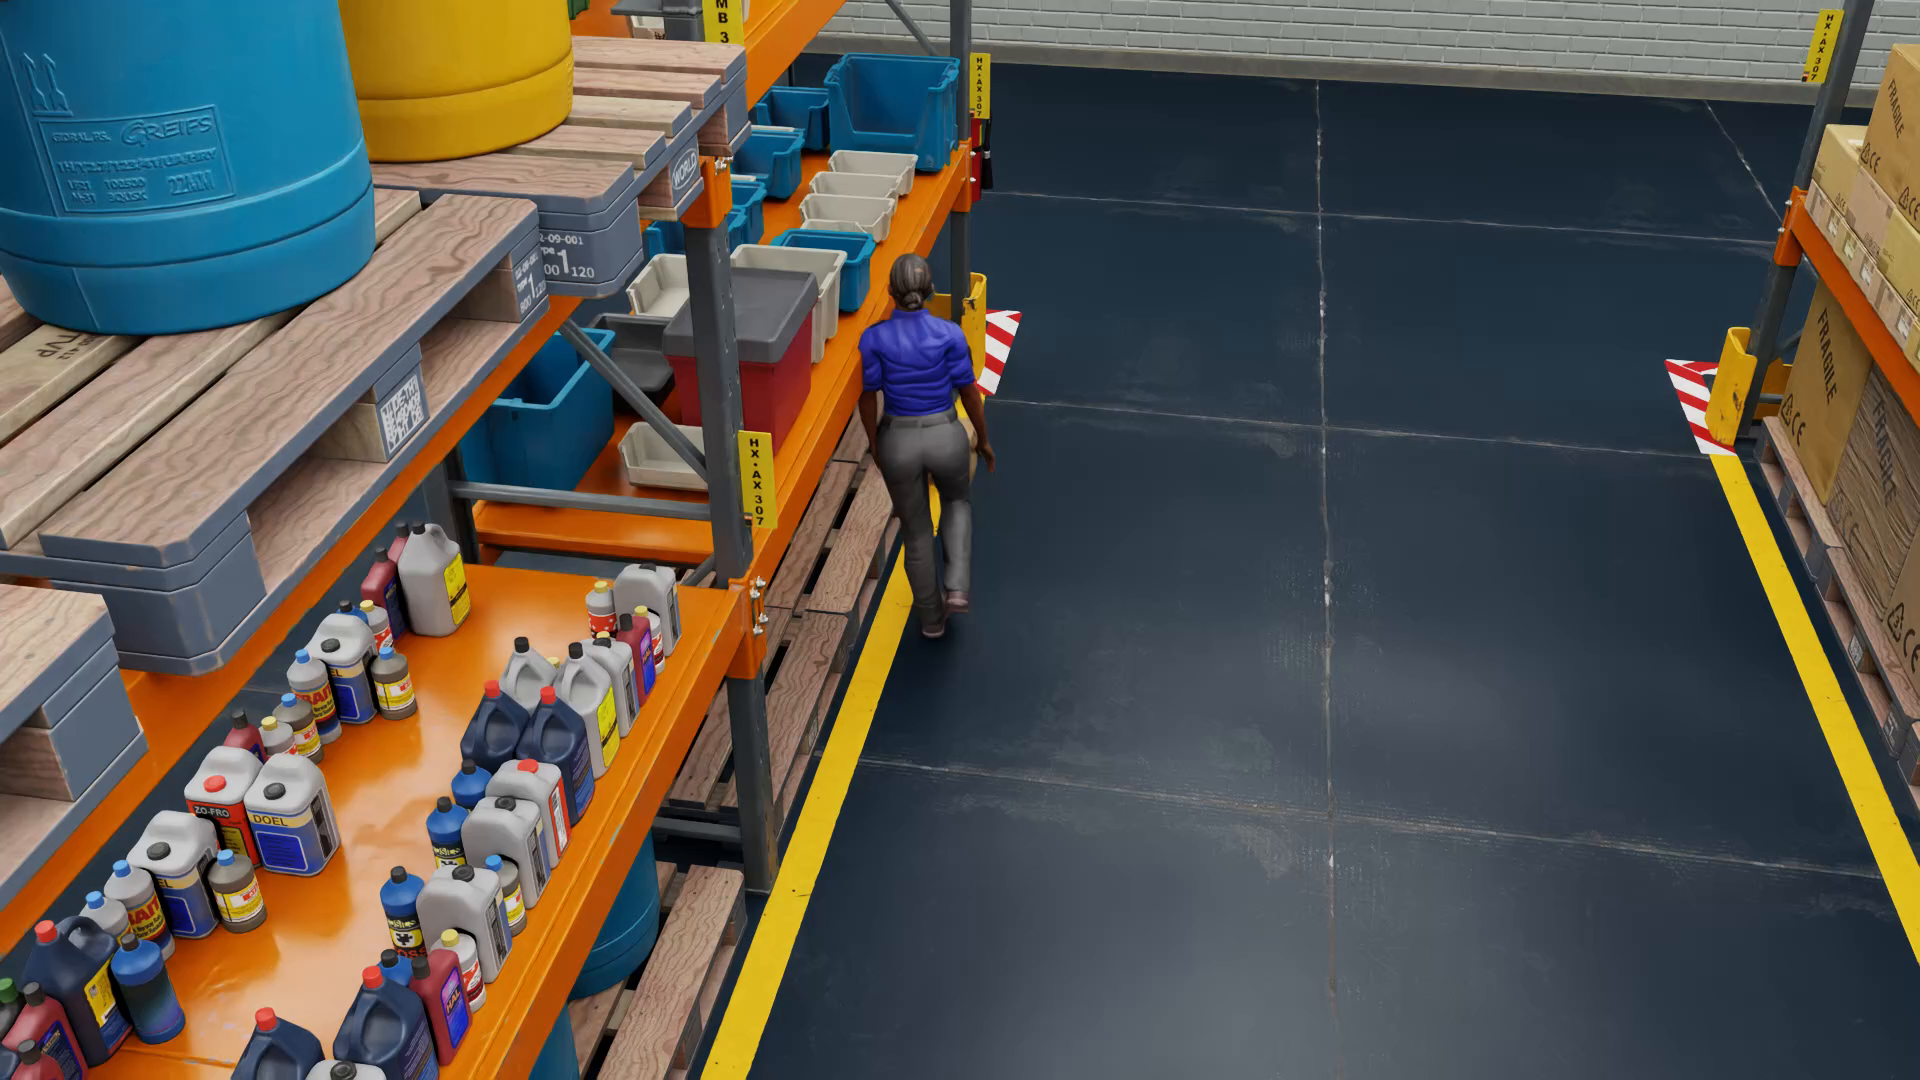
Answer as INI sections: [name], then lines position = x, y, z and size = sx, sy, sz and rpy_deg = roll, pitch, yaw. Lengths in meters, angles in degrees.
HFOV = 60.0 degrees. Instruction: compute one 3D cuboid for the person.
[person]
position = -0.128, -0.353, 6.668
size = 0.553, 1.648, 0.465
rpy_deg = -1, 33, -2
